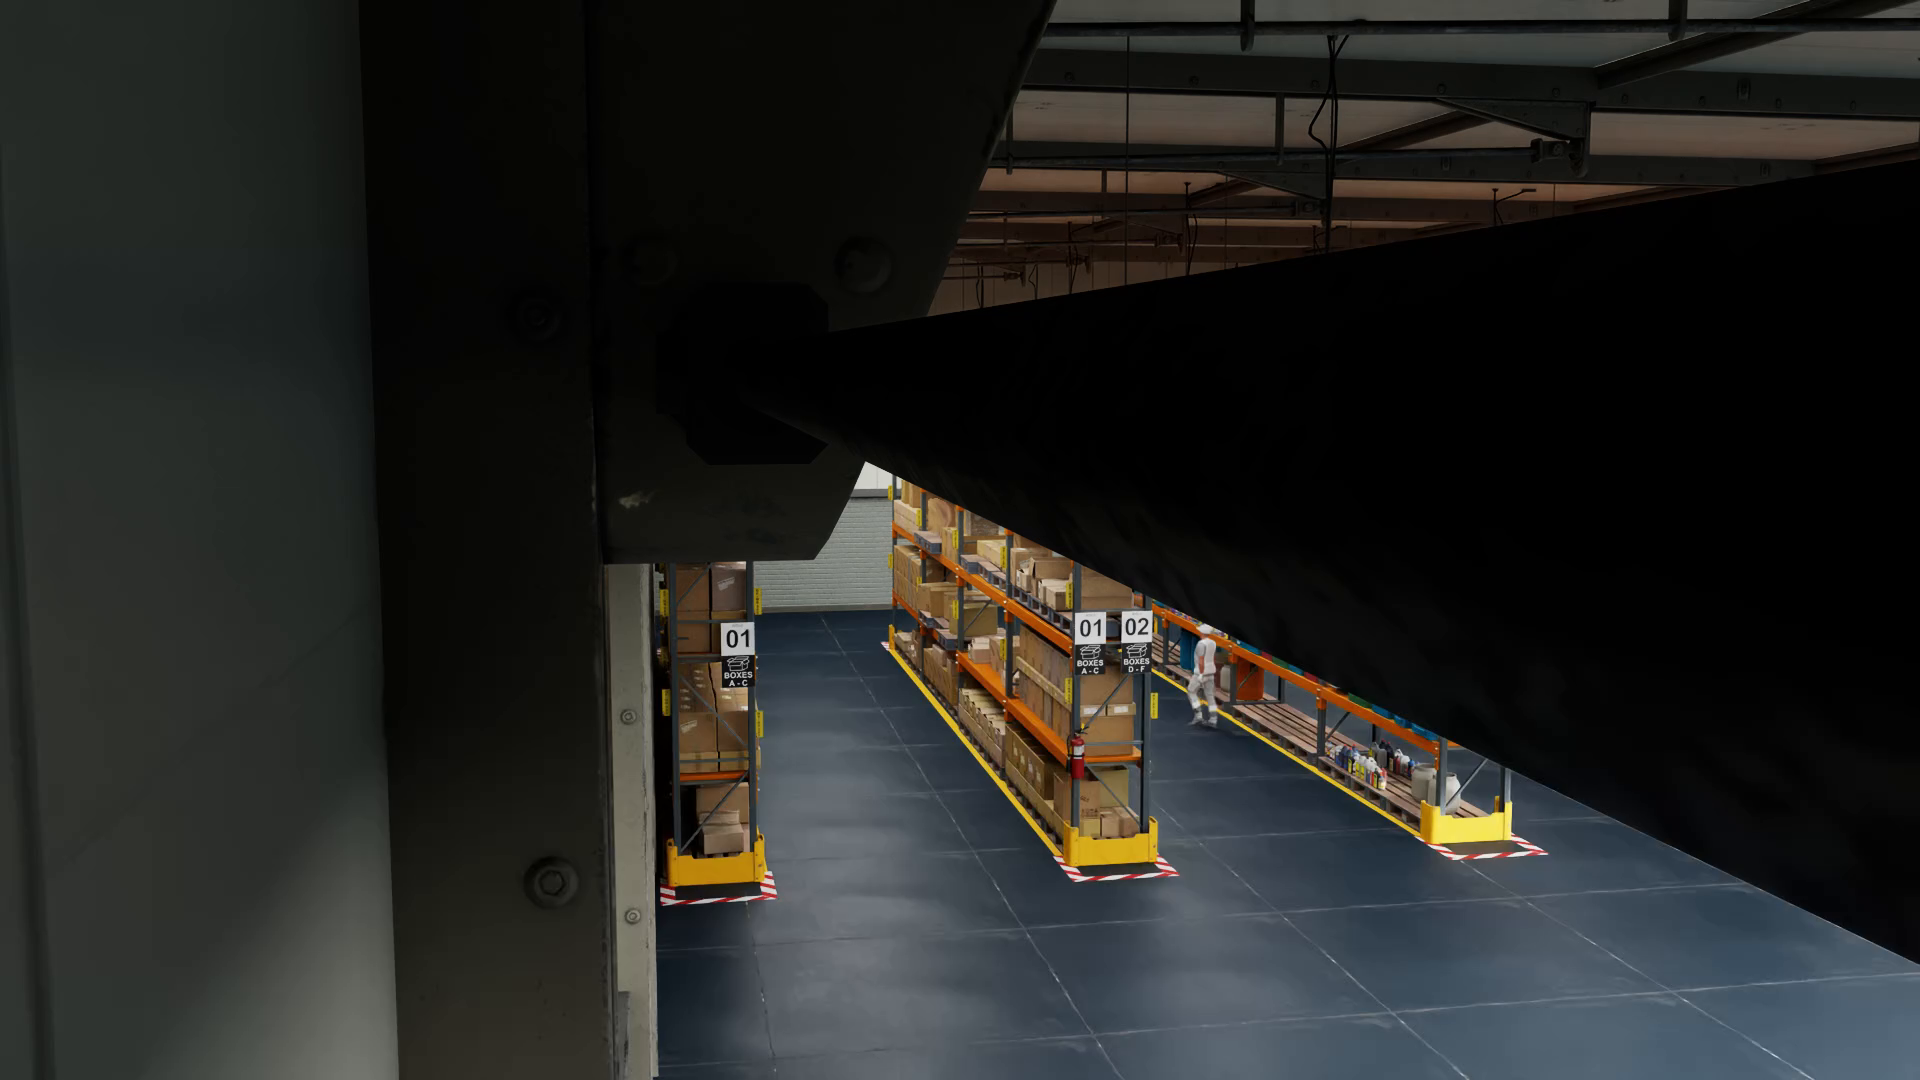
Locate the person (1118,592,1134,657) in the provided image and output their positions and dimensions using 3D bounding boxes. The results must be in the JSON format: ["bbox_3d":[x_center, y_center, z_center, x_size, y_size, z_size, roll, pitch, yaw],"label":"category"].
[{"bbox_3d":[3.477,1.653,35.088,0.485,1.791,0.598,5,8,42],"label":"person"}]

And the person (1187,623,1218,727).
[{"bbox_3d":[4.245,2.336,28.735,0.560,1.786,0.540,-5,8,-37],"label":"person"}]
